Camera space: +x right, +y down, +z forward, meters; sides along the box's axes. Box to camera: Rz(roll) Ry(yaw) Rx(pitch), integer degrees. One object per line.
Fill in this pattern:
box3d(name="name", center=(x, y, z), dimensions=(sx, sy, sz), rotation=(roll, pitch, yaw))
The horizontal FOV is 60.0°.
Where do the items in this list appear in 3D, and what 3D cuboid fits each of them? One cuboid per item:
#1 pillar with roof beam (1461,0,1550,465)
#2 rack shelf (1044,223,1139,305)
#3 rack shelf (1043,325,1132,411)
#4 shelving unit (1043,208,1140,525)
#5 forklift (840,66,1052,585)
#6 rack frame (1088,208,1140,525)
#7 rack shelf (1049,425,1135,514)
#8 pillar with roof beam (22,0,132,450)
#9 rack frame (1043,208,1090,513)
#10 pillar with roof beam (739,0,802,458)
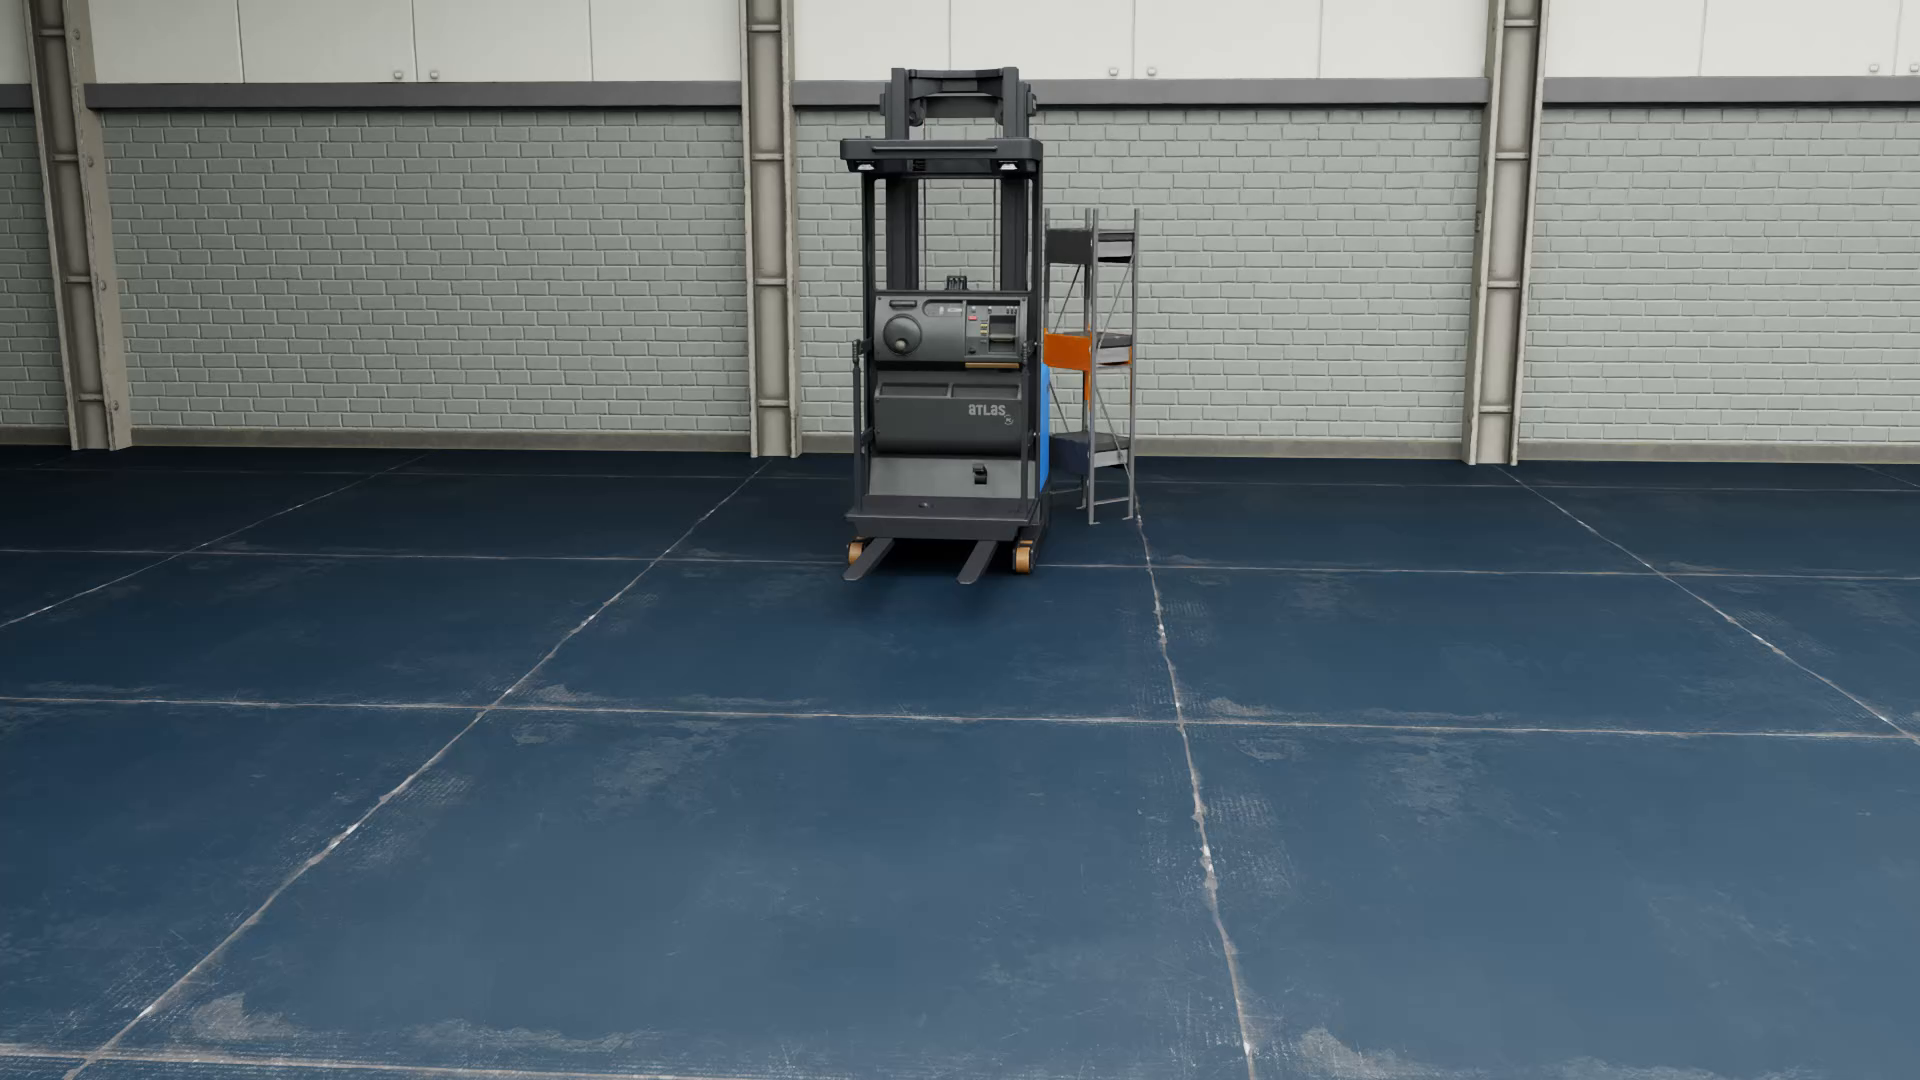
box3d(name="pillar with roof beam", center=(4.125, -4.177, 8.758), dimensions=(0.400, 9.000, 9.100), rotation=(1, 12, 4))
box3d(name="rack shelf", center=(0.882, -1.864, 11.198), dimensions=(0.431, 0.518, 0.480), rotation=(-9, 15, -36))
box3d(name="rack shelf", center=(0.882, -1.179, 11.342), dimensions=(0.431, 0.518, 0.480), rotation=(-9, 15, -36))
box3d(name="shelving unit", center=(0.882, -1.192, 11.339), dimensions=(0.431, 2.100, 0.503), rotation=(-9, 15, -36))
box3d(name="forklift", center=(-0.081, -1.308, 9.861), dimensions=(1.130, 2.935, 3.031), rotation=(2, 12, 7))
box3d(name="rack frame", center=(1.030, -1.152, 11.149), dimensions=(0.400, 2.100, 0.015), rotation=(-9, 15, -36))
box3d(name="rack shelf", center=(0.882, -0.494, 11.485), dimensions=(0.431, 0.518, 0.480), rotation=(-9, 15, -36))
box3d(name="pillar with roof beam", center=(-7.848, -4.341, 9.542), dimensions=(0.400, 9.000, 9.100), rotation=(1, 12, 4))
box3d(name="rack frame", center=(0.734, -1.232, 11.529), dimensions=(0.400, 2.100, 0.015), rotation=(-9, 15, -36))
box3d(name="pillar with roof beam", center=(-1.861, -4.259, 9.150), dimensions=(0.400, 9.000, 9.100), rotation=(1, 12, 4))
